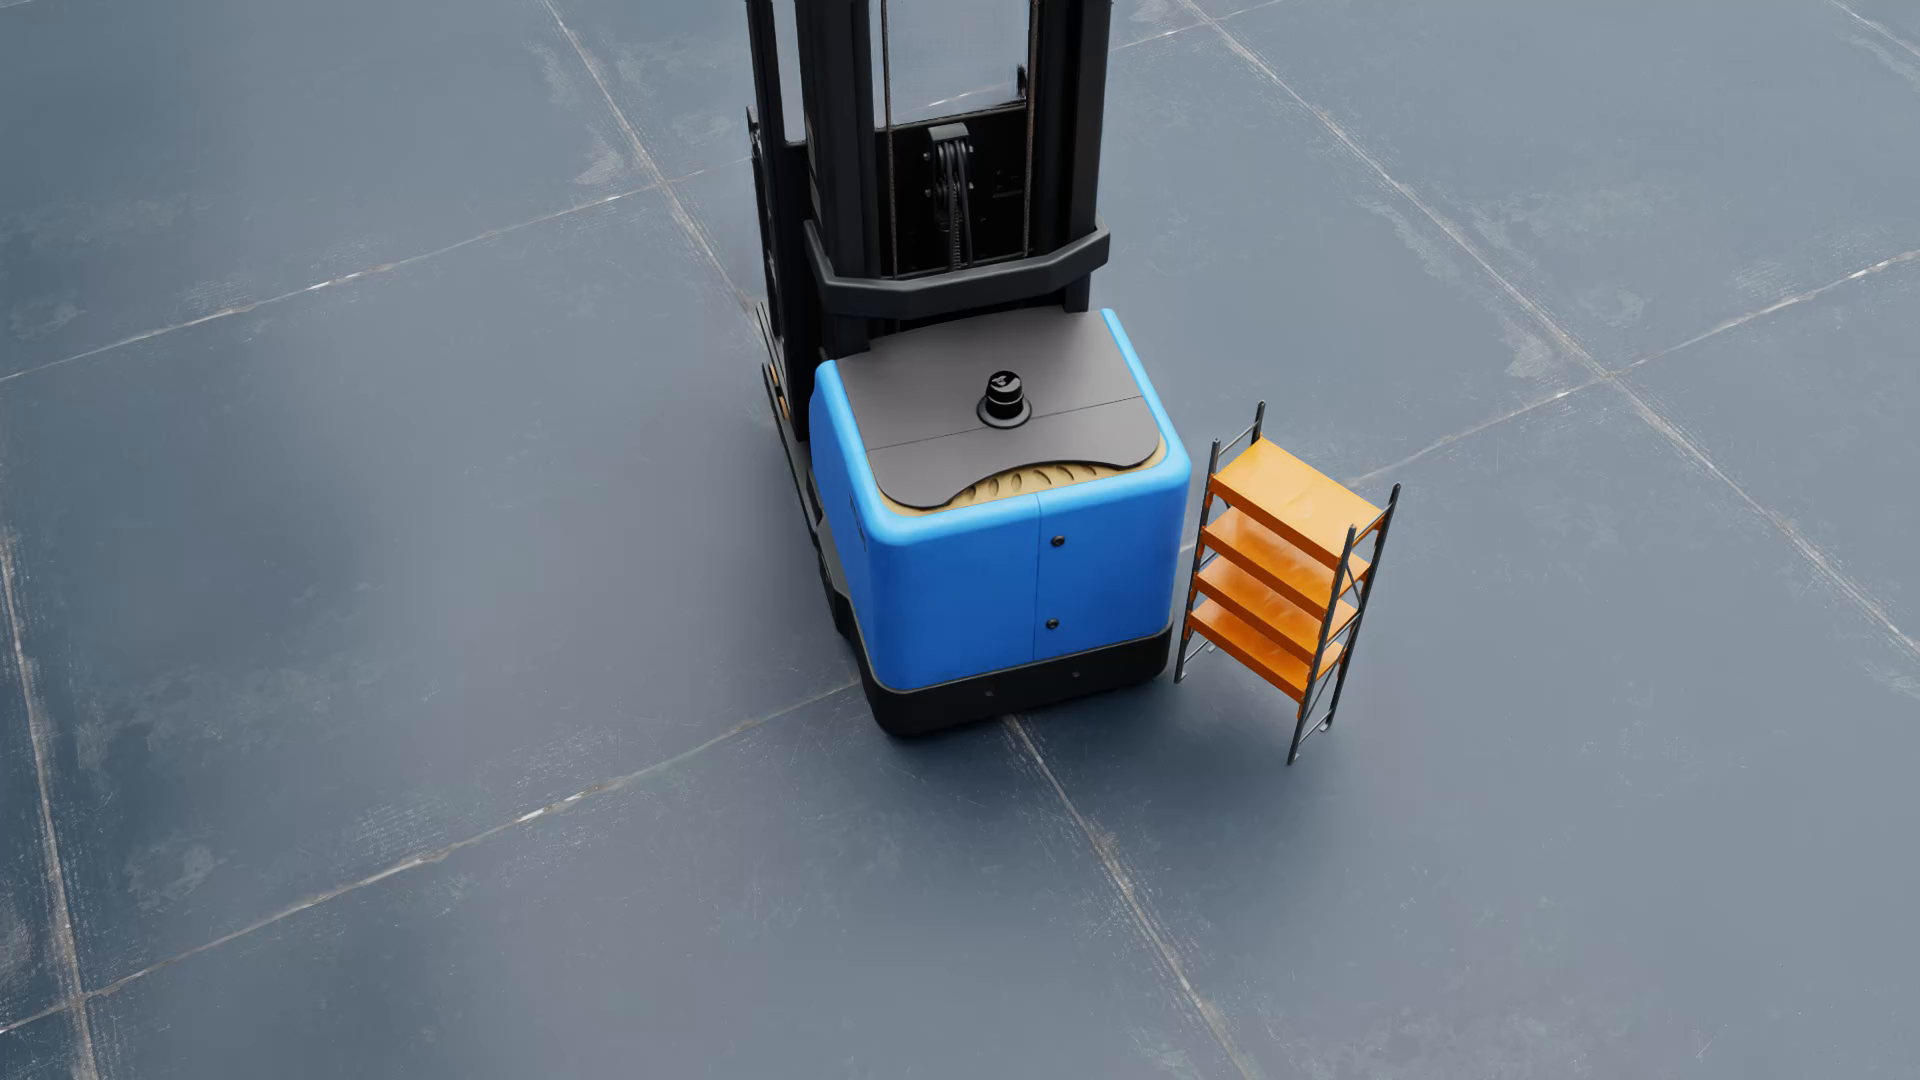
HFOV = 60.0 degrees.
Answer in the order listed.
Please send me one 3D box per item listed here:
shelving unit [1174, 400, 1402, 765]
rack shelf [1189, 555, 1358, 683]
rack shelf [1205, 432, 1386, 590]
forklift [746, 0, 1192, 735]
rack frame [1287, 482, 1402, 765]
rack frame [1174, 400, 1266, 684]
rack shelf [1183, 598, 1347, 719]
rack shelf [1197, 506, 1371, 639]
[{"bbox_3d":[1.012,0.167,5.307,0.503,1.200,0.258,36,58,27],"label":"shelving unit"},{"bbox_3d":[1.012,0.211,5.358,0.480,0.148,0.258,36,58,27],"label":"rack shelf"},{"bbox_3d":[1.012,-0.092,5.011,0.480,0.148,0.258,36,58,27],"label":"rack shelf"},{"bbox_3d":[-0.165,-1.447,5.568,1.130,2.935,3.031,-12,50,-10],"label":"forklift"},{"bbox_3d":[1.187,0.294,5.195,0.015,1.200,0.240,36,58,27],"label":"rack frame"},{"bbox_3d":[0.836,0.039,5.419,0.015,1.200,0.240,36,58,27],"label":"rack frame"},{"bbox_3d":[1.012,0.342,5.507,0.480,0.148,0.258,36,58,27],"label":"rack shelf"},{"bbox_3d":[1.012,0.064,5.189,0.480,0.148,0.258,36,58,27],"label":"rack shelf"}]
